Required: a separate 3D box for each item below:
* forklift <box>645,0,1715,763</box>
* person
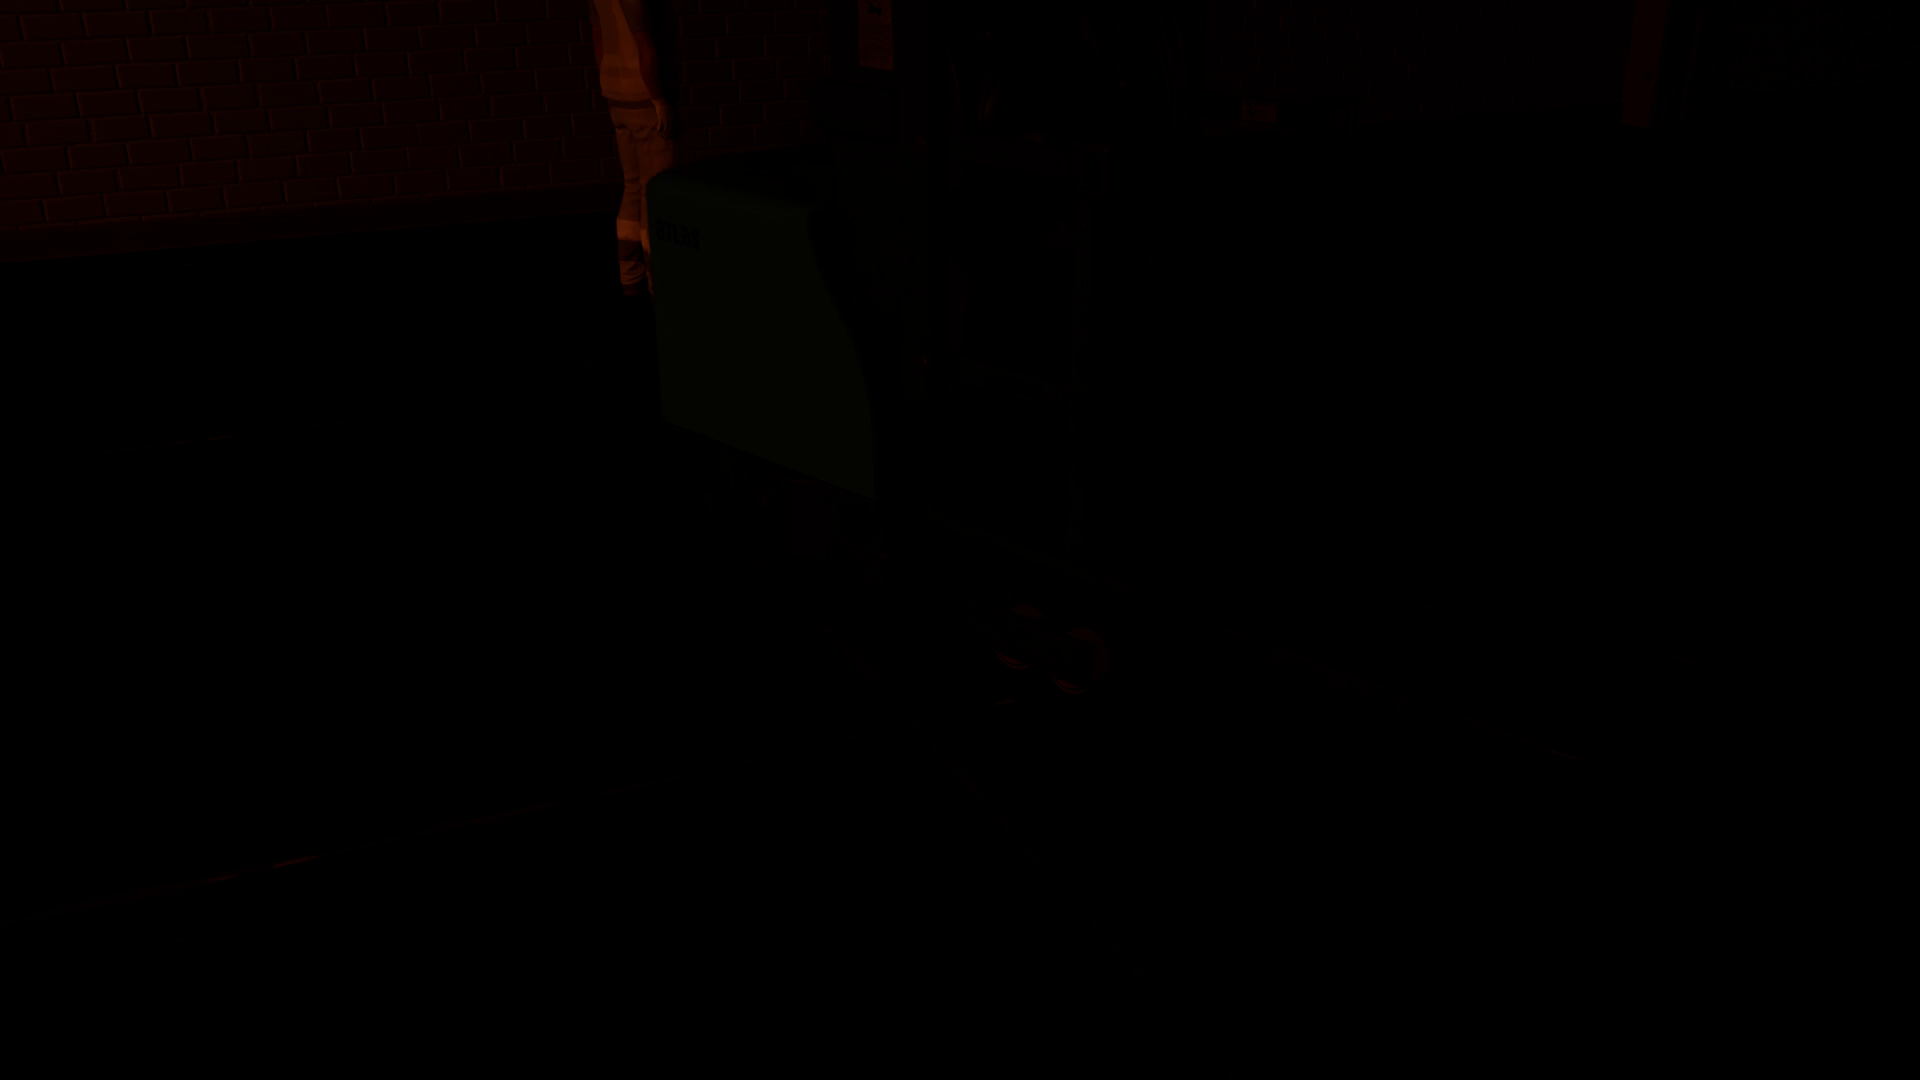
[{"bbox_3d":[0.448,-1.191,4.154,3.031,2.935,1.130,21,30,40],"label":"forklift"},{"bbox_3d":[-1.418,-1.984,7.552,0.370,1.795,0.595,-15,27,-32],"label":"person"}]
